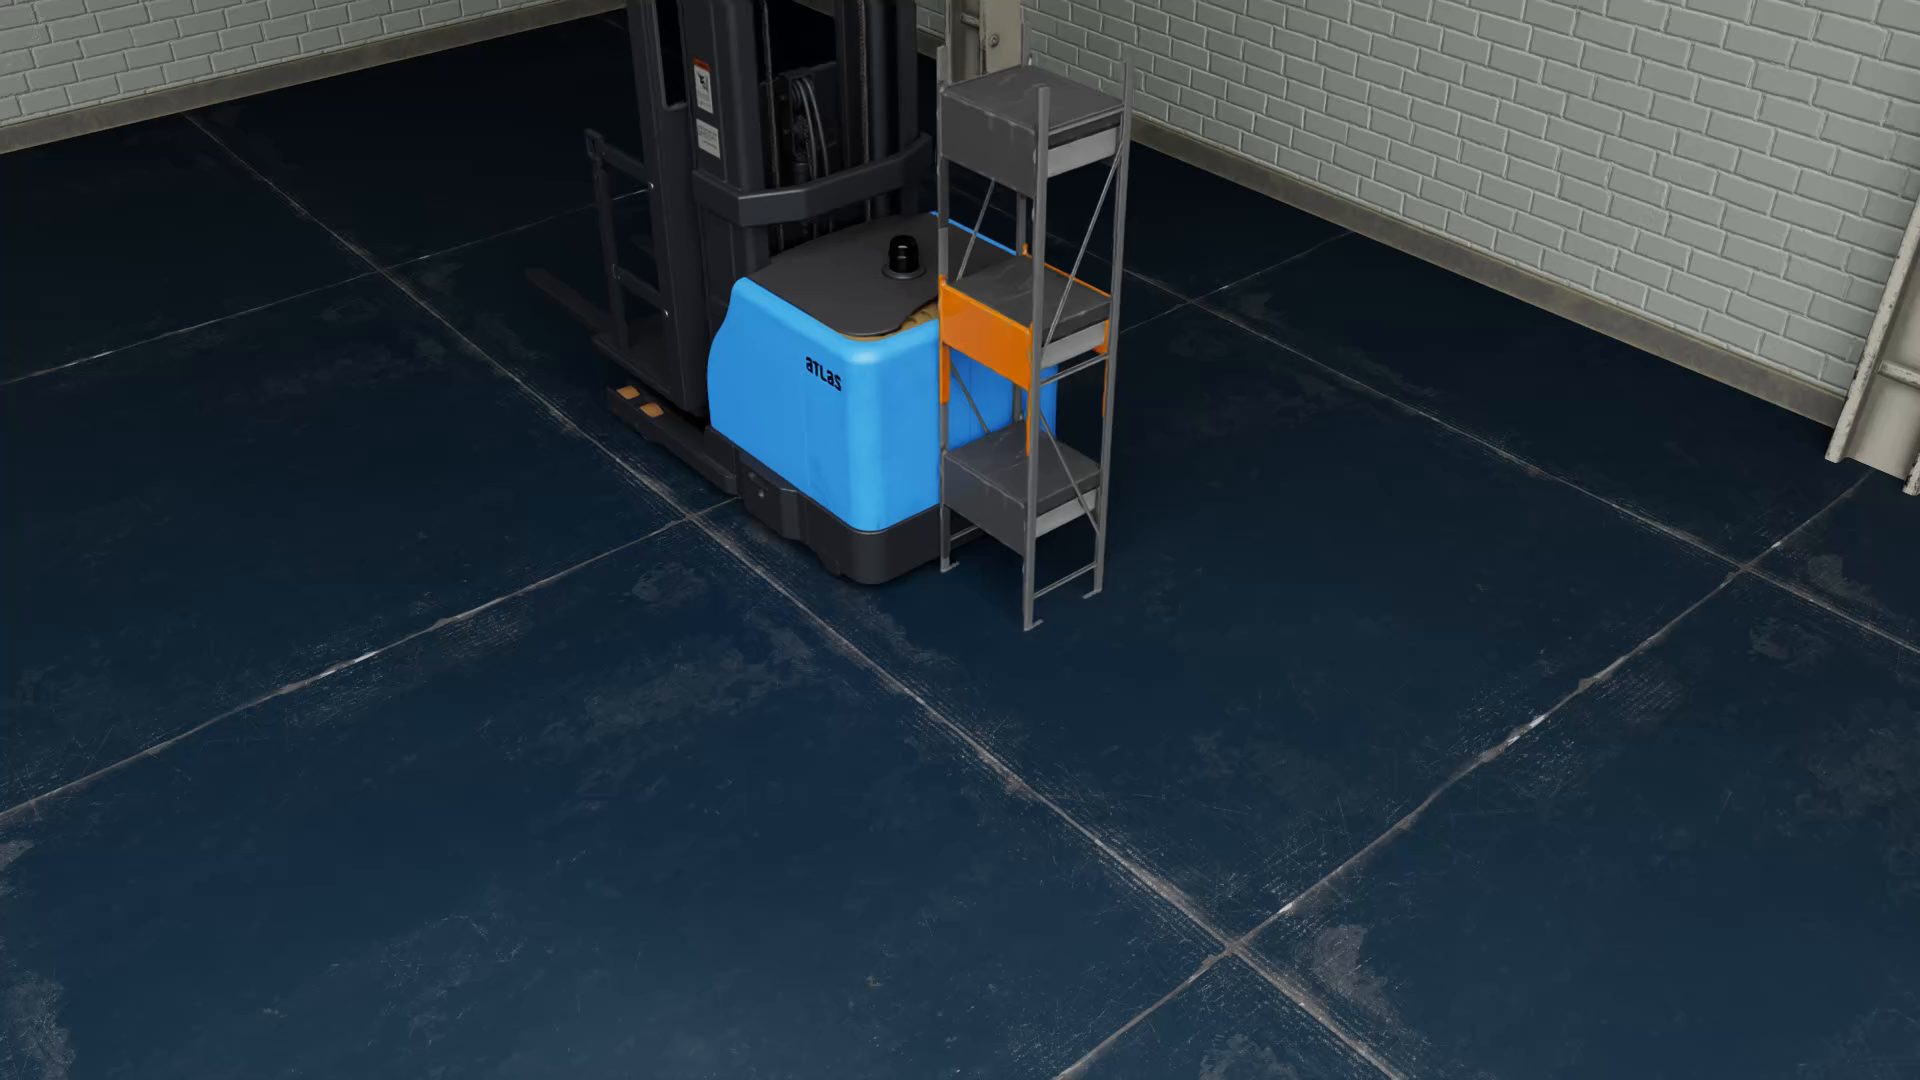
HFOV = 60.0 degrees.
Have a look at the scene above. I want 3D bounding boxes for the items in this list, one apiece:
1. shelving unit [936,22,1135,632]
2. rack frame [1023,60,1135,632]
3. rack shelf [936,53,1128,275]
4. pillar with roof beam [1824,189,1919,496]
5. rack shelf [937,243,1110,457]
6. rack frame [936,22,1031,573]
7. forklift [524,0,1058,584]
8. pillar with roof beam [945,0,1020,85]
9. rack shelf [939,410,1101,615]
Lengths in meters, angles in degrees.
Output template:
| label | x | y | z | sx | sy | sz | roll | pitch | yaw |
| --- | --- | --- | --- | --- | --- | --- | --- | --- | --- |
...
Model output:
| label | x | y | z | sx | sy | sz | roll | pitch | yaw |
| --- | --- | --- | --- | --- | --- | --- | --- | --- | --- |
| shelving unit | 0.238 | -0.694 | 5.914 | 0.431 | 2.100 | 0.503 | -26 | 43 | -32 |
| rack frame | 0.396 | -0.587 | 5.762 | 0.400 | 2.100 | 0.015 | -26 | 43 | -32 |
| rack shelf | 0.238 | -1.254 | 5.517 | 0.431 | 0.518 | 0.480 | -26 | 43 | -32 |
| pillar with roof beam | 0.726 | -2.396 | 2.347 | 9.100 | 9.000 | 0.400 | -26 | 43 | -32 |
| rack shelf | 0.238 | -0.683 | 5.922 | 0.431 | 0.518 | 0.480 | -26 | 43 | -32 |
| rack frame | 0.080 | -0.802 | 6.066 | 0.400 | 2.100 | 0.015 | -26 | 43 | -32 |
| forklift | -0.932 | -1.804 | 6.762 | 1.130 | 2.935 | 3.031 | -26 | 43 | -32 |
| pillar with roof beam | -3.146 | -5.045 | 6.087 | 9.100 | 9.000 | 0.400 | -26 | 43 | -32 |
| rack shelf | 0.238 | -0.112 | 6.326 | 0.431 | 0.518 | 0.480 | -26 | 43 | -32 |
